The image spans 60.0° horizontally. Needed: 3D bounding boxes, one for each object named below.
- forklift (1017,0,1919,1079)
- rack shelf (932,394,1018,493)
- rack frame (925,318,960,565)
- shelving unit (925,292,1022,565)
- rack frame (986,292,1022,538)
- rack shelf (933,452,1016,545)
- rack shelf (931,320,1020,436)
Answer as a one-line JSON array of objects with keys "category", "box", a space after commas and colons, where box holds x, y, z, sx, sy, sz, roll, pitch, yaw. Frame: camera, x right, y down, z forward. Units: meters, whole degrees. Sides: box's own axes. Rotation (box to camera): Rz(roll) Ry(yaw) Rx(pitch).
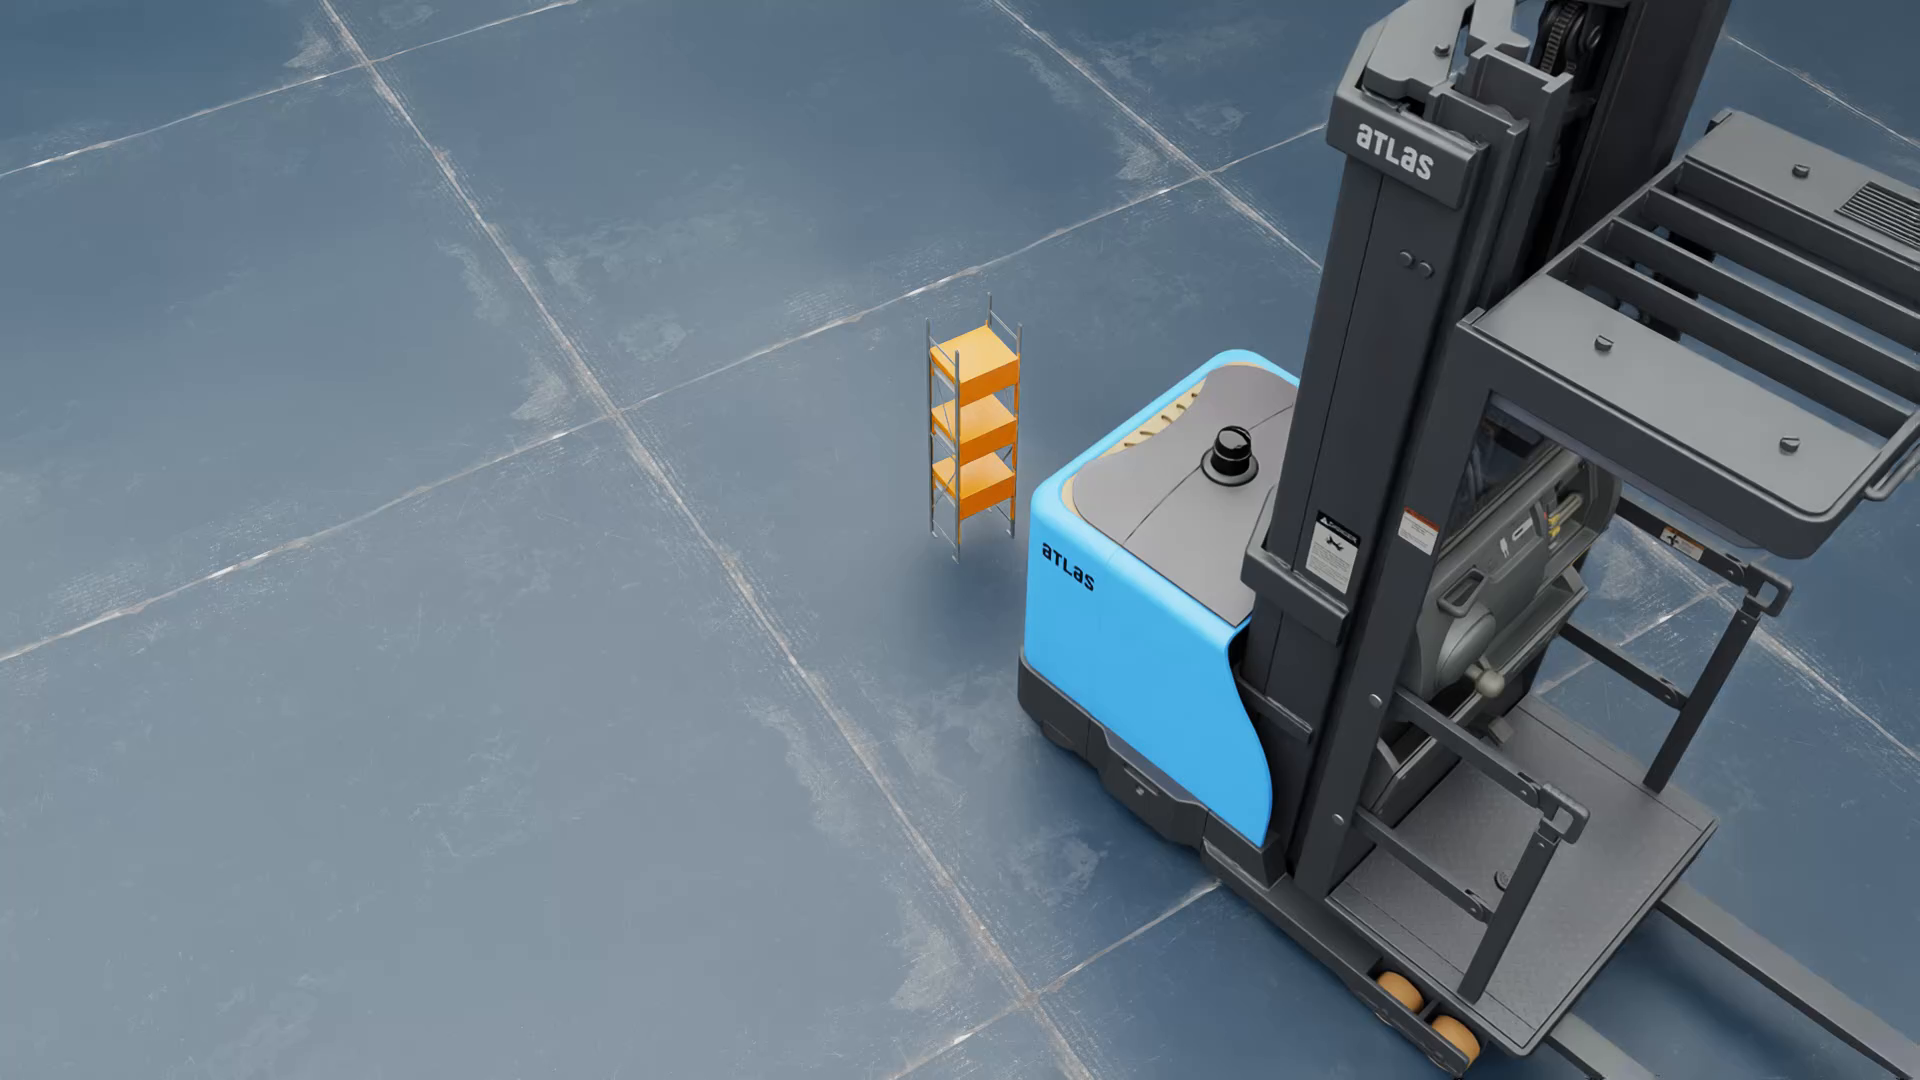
[{"category": "forklift", "box": [1.586, 0.134, 4.168, 1.130, 2.935, 3.031, -36, 58, -28]}, {"category": "rack shelf", "box": [0.045, -0.363, 5.885, 0.240, 0.259, 0.215, -25, 53, -21]}, {"category": "rack frame", "box": [-0.058, -0.322, 5.834, 0.008, 1.050, 0.200, -25, 53, -21]}, {"category": "shelving unit", "box": [0.045, -0.370, 5.877, 0.252, 1.050, 0.215, -25, 53, -21]}, {"category": "rack frame", "box": [0.148, -0.419, 5.920, 0.008, 1.050, 0.200, -25, 53, -21]}, {"category": "rack shelf", "box": [0.045, -0.179, 6.092, 0.240, 0.259, 0.215, -25, 53, -21]}, {"category": "rack shelf", "box": [0.045, -0.552, 5.673, 0.240, 0.259, 0.215, -25, 53, -21]}]
